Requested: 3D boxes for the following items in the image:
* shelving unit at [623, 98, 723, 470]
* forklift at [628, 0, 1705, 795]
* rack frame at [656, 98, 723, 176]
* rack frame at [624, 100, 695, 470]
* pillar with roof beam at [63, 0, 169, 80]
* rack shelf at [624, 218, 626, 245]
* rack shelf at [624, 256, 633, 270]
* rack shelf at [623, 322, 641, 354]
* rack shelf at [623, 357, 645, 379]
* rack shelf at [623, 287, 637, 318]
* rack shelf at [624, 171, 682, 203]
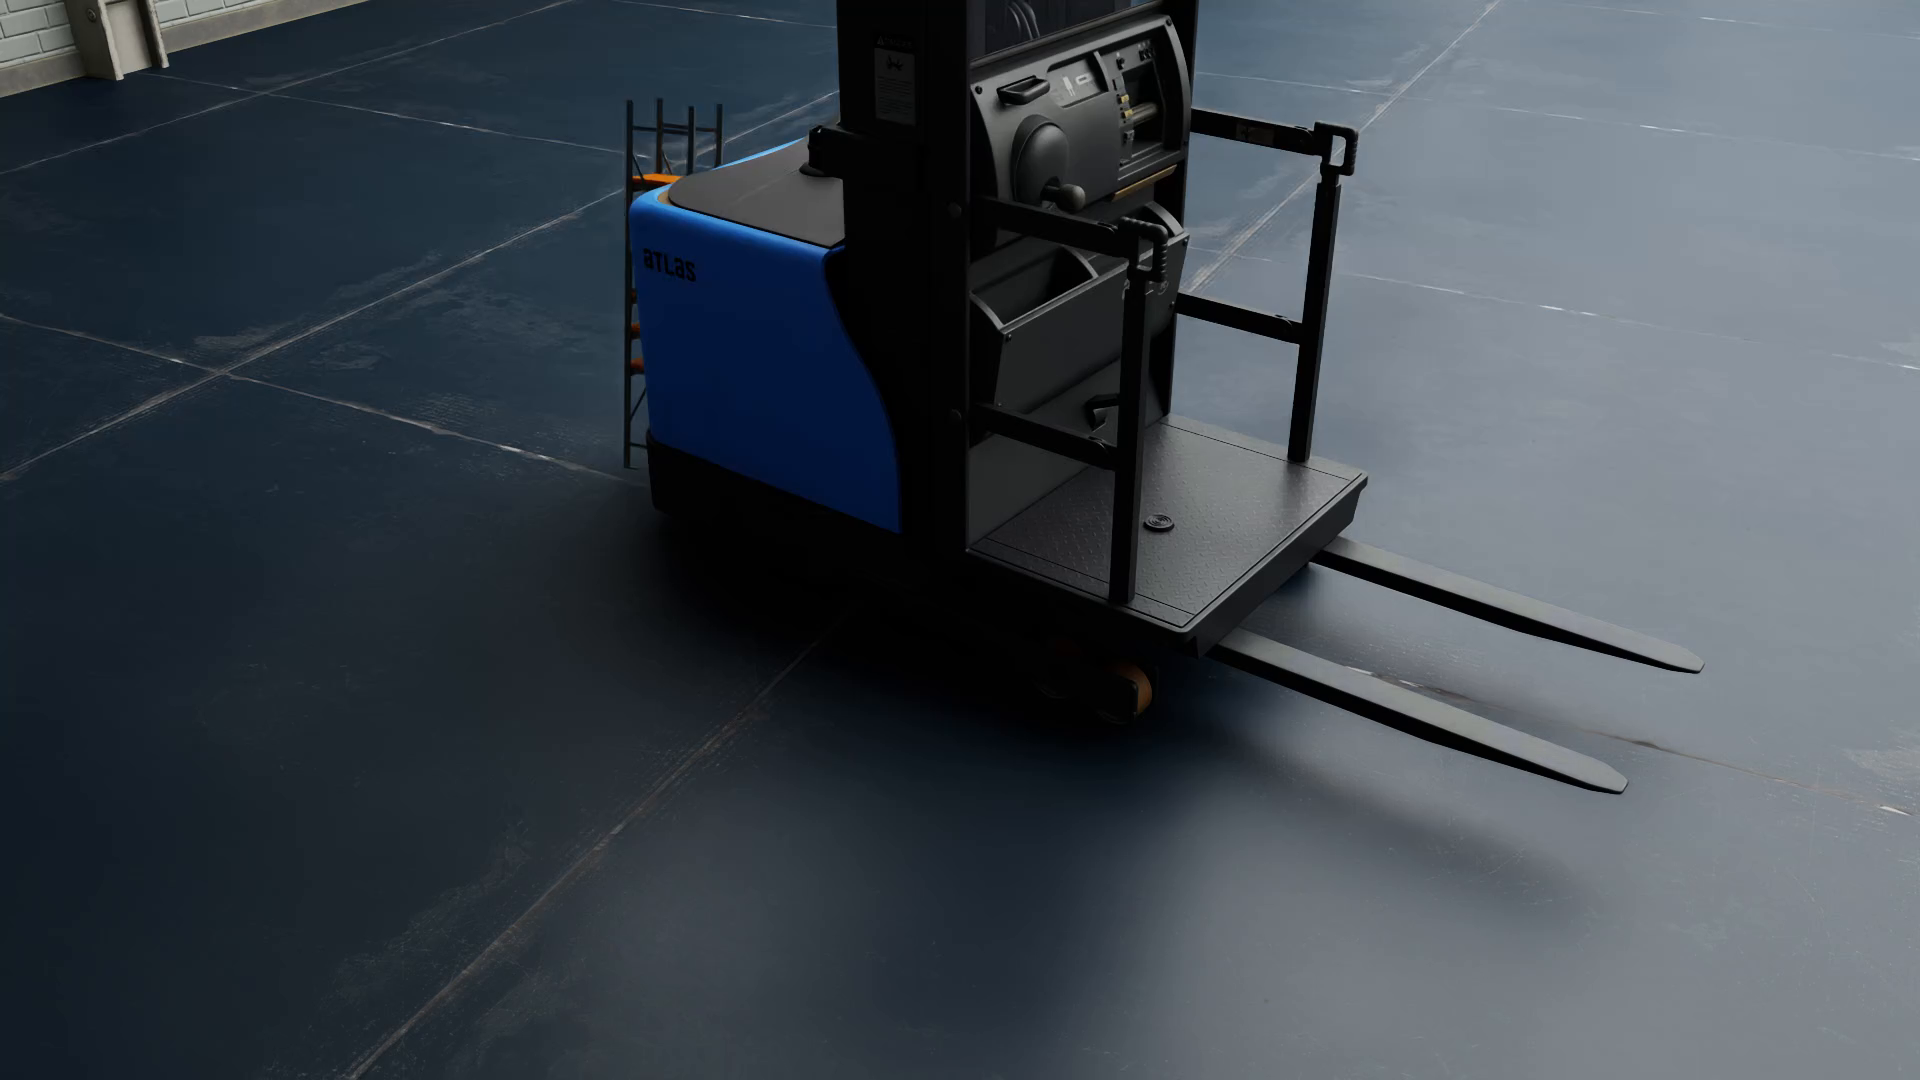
[{"bbox_3d":[-0.943,-0.818,5.452,0.258,1.200,0.189,10,19,18],"label":"shelving unit"},{"bbox_3d":[0.498,-1.085,4.196,3.031,2.935,1.130,20,36,31],"label":"forklift"},{"bbox_3d":[-0.911,-0.842,5.535,0.240,1.200,0.006,10,19,18],"label":"rack frame"},{"bbox_3d":[-0.976,-0.793,5.370,0.240,1.200,0.006,10,19,18],"label":"rack frame"},{"bbox_3d":[-1.348,-5.845,6.392,9.100,9.000,0.400,14,33,23],"label":"pillar with roof beam"},{"bbox_3d":[-0.930,-1.003,5.392,0.258,0.103,0.180,10,19,18],"label":"rack shelf"},{"bbox_3d":[-0.938,-0.889,5.429,0.258,0.103,0.180,10,19,18],"label":"rack shelf"},{"bbox_3d":[-0.955,-0.662,5.503,0.258,0.103,0.180,10,19,18],"label":"rack shelf"},{"bbox_3d":[-0.964,-0.548,5.540,0.258,0.103,0.180,10,19,18],"label":"rack shelf"},{"bbox_3d":[-0.947,-0.775,5.466,0.258,0.103,0.180,10,19,18],"label":"rack shelf"},{"bbox_3d":[-0.921,-1.117,5.355,0.258,0.103,0.180,10,19,18],"label":"rack shelf"}]
